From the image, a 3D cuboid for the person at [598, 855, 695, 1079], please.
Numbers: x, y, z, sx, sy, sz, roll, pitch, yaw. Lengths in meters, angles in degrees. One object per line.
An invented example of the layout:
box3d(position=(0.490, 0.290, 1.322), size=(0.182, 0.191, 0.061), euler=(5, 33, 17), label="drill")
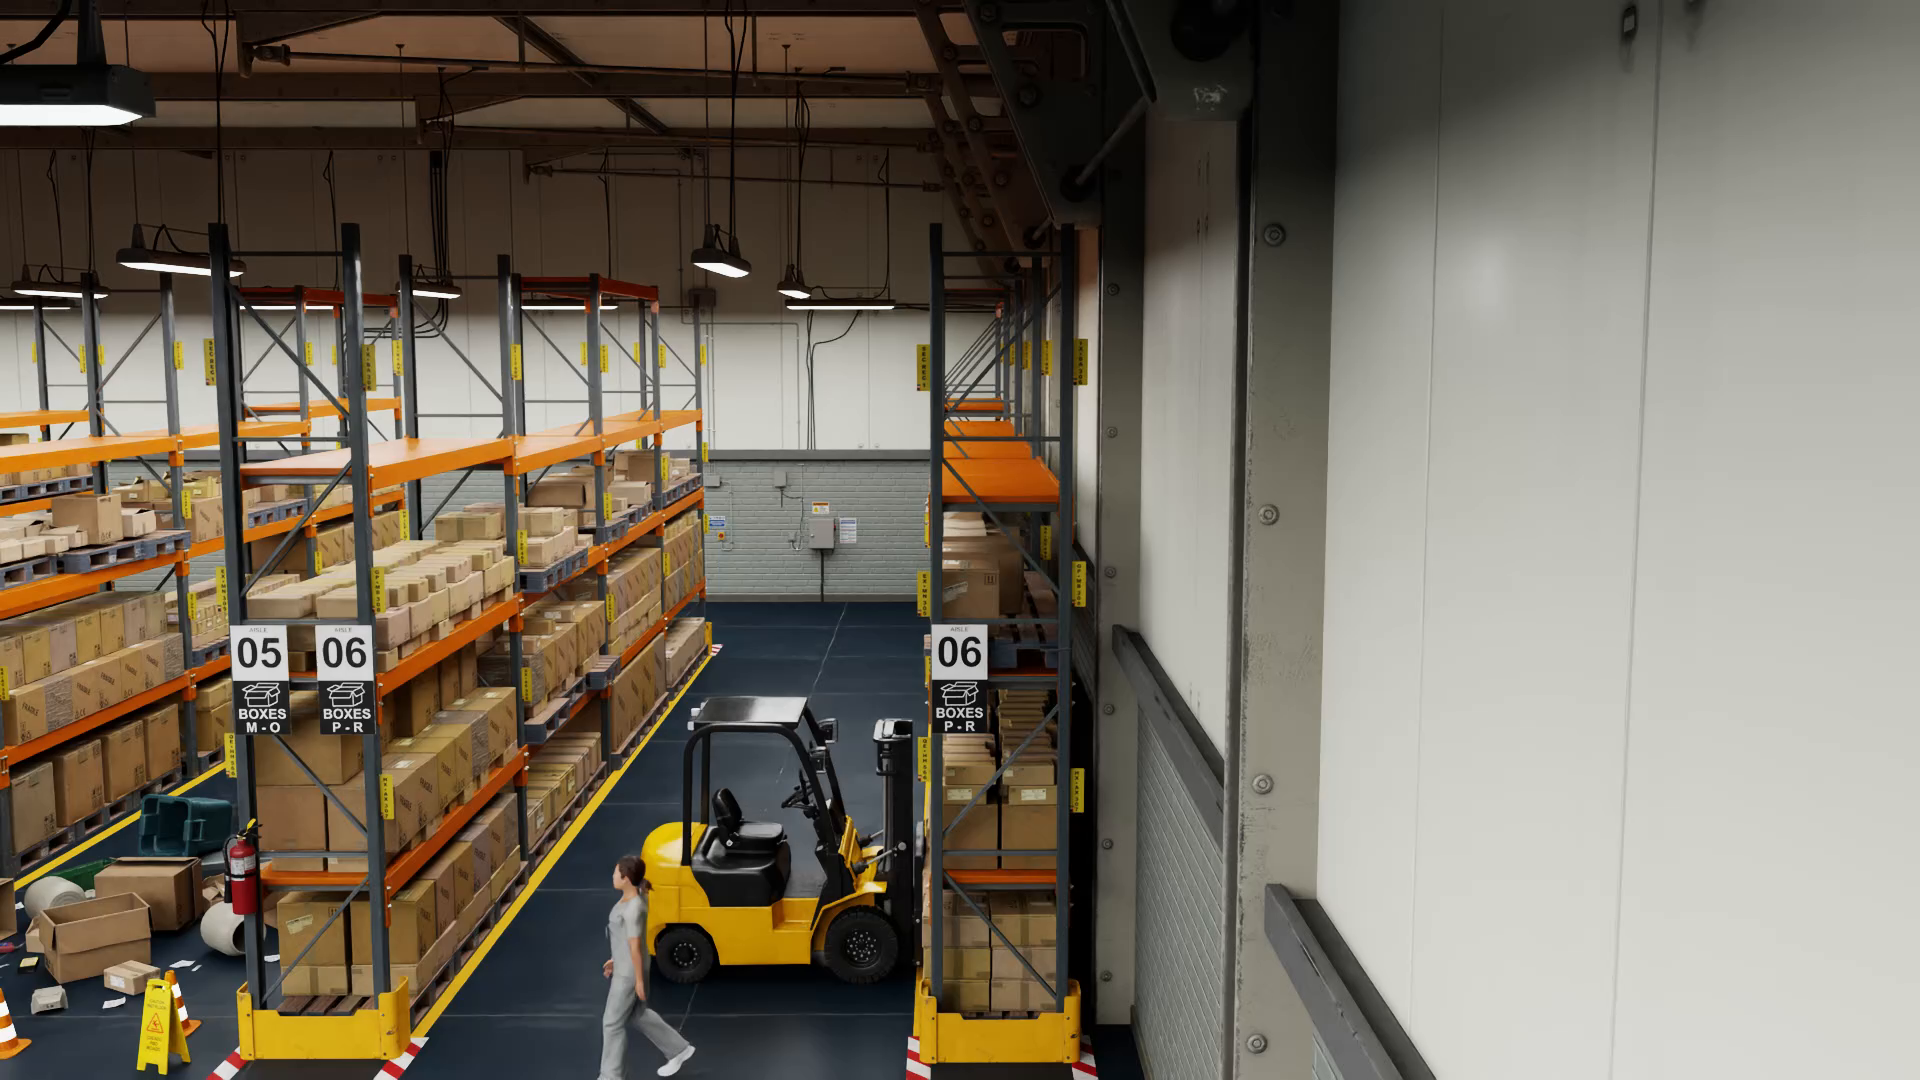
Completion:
box3d(position=(-2.246, 2.998, 11.556), size=(0.768, 1.660, 0.438), euler=(-1, 7, -7), label="person")
